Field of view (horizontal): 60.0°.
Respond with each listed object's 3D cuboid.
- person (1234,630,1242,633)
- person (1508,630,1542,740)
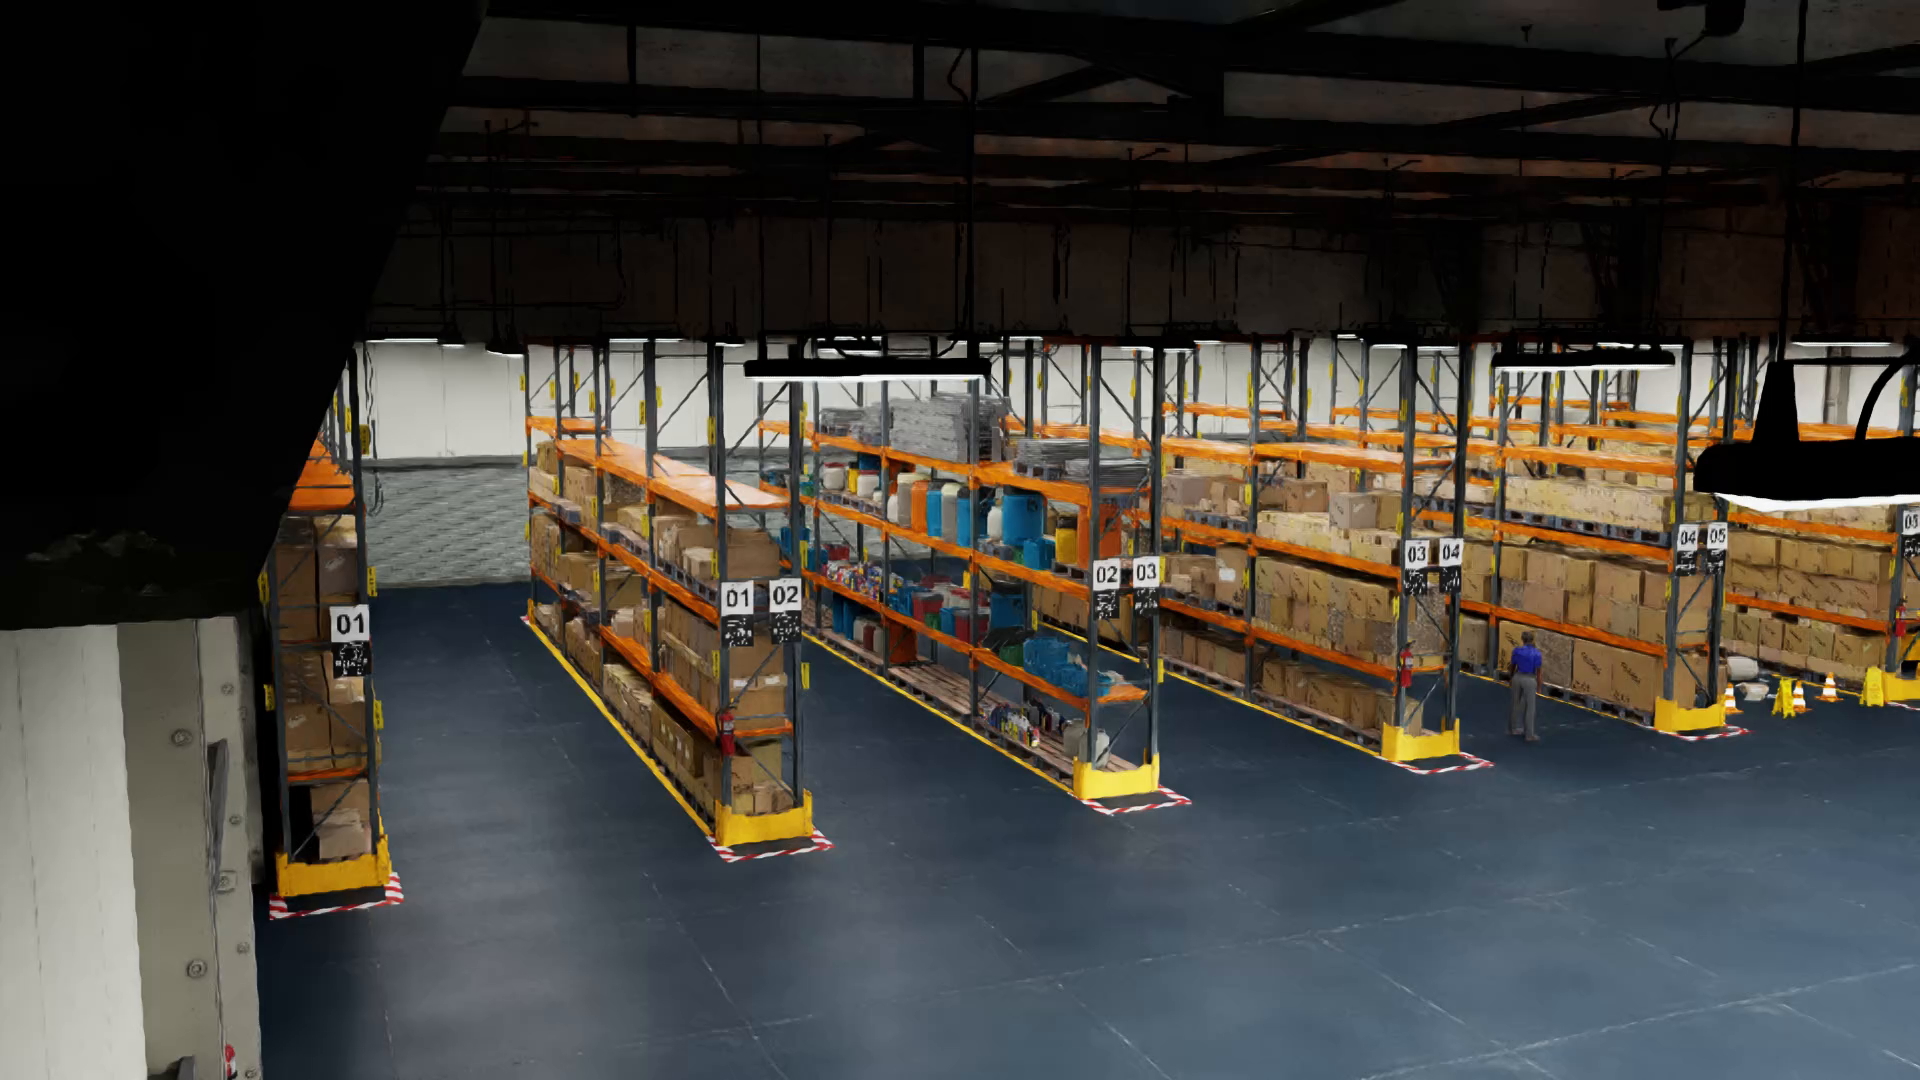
[{"bbox_3d":[5.841,1.025,33.531,0.729,1.732,0.544,-3,8,-23],"label":"person"},{"bbox_3d":[8.534,2.175,25.112,0.502,1.648,0.422,5,9,35],"label":"person"}]
